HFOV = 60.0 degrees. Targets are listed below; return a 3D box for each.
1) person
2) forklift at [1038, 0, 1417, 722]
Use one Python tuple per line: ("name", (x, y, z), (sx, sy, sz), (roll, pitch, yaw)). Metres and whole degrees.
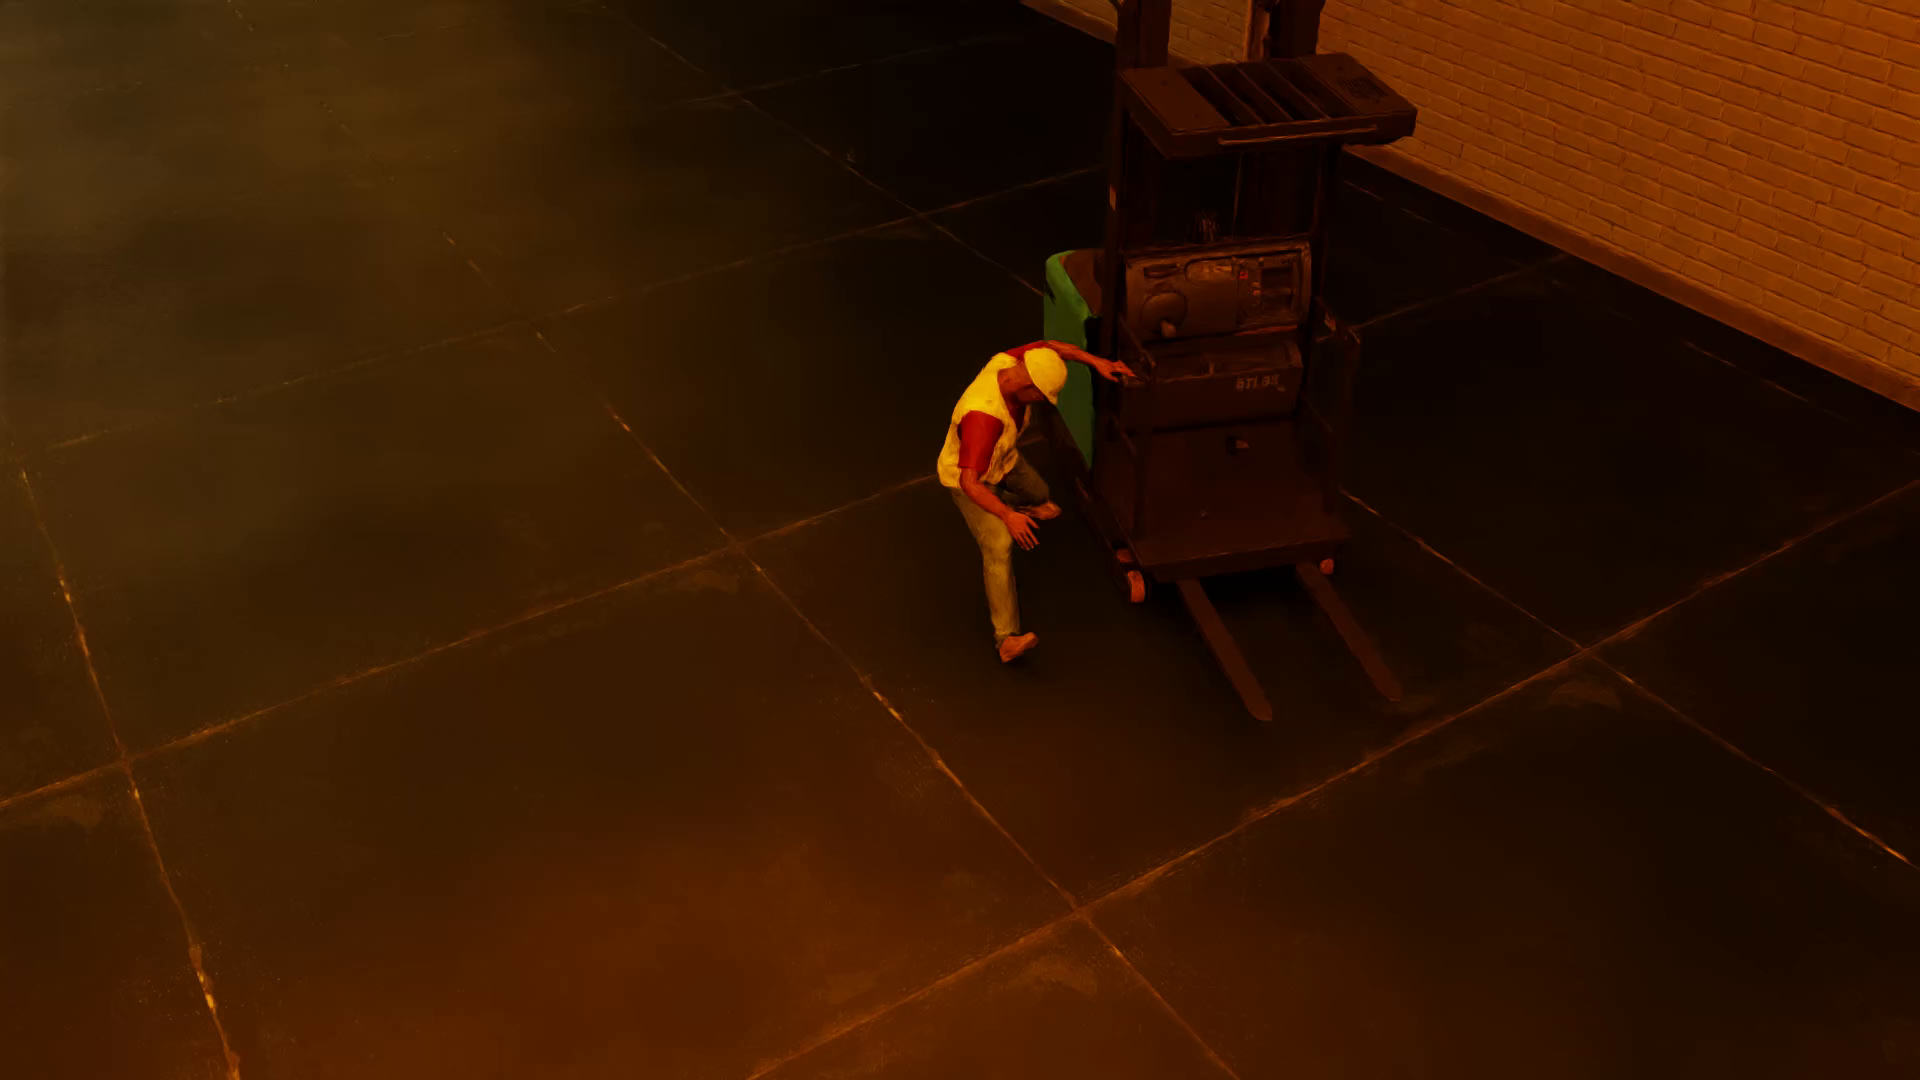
("person", (0.314, -0.349, 7.989), (0.920, 1.405, 1.298), (23, 41, 29))
("forklift", (1.282, -1.125, 7.749), (1.130, 2.935, 3.031), (-8, 36, -11))
